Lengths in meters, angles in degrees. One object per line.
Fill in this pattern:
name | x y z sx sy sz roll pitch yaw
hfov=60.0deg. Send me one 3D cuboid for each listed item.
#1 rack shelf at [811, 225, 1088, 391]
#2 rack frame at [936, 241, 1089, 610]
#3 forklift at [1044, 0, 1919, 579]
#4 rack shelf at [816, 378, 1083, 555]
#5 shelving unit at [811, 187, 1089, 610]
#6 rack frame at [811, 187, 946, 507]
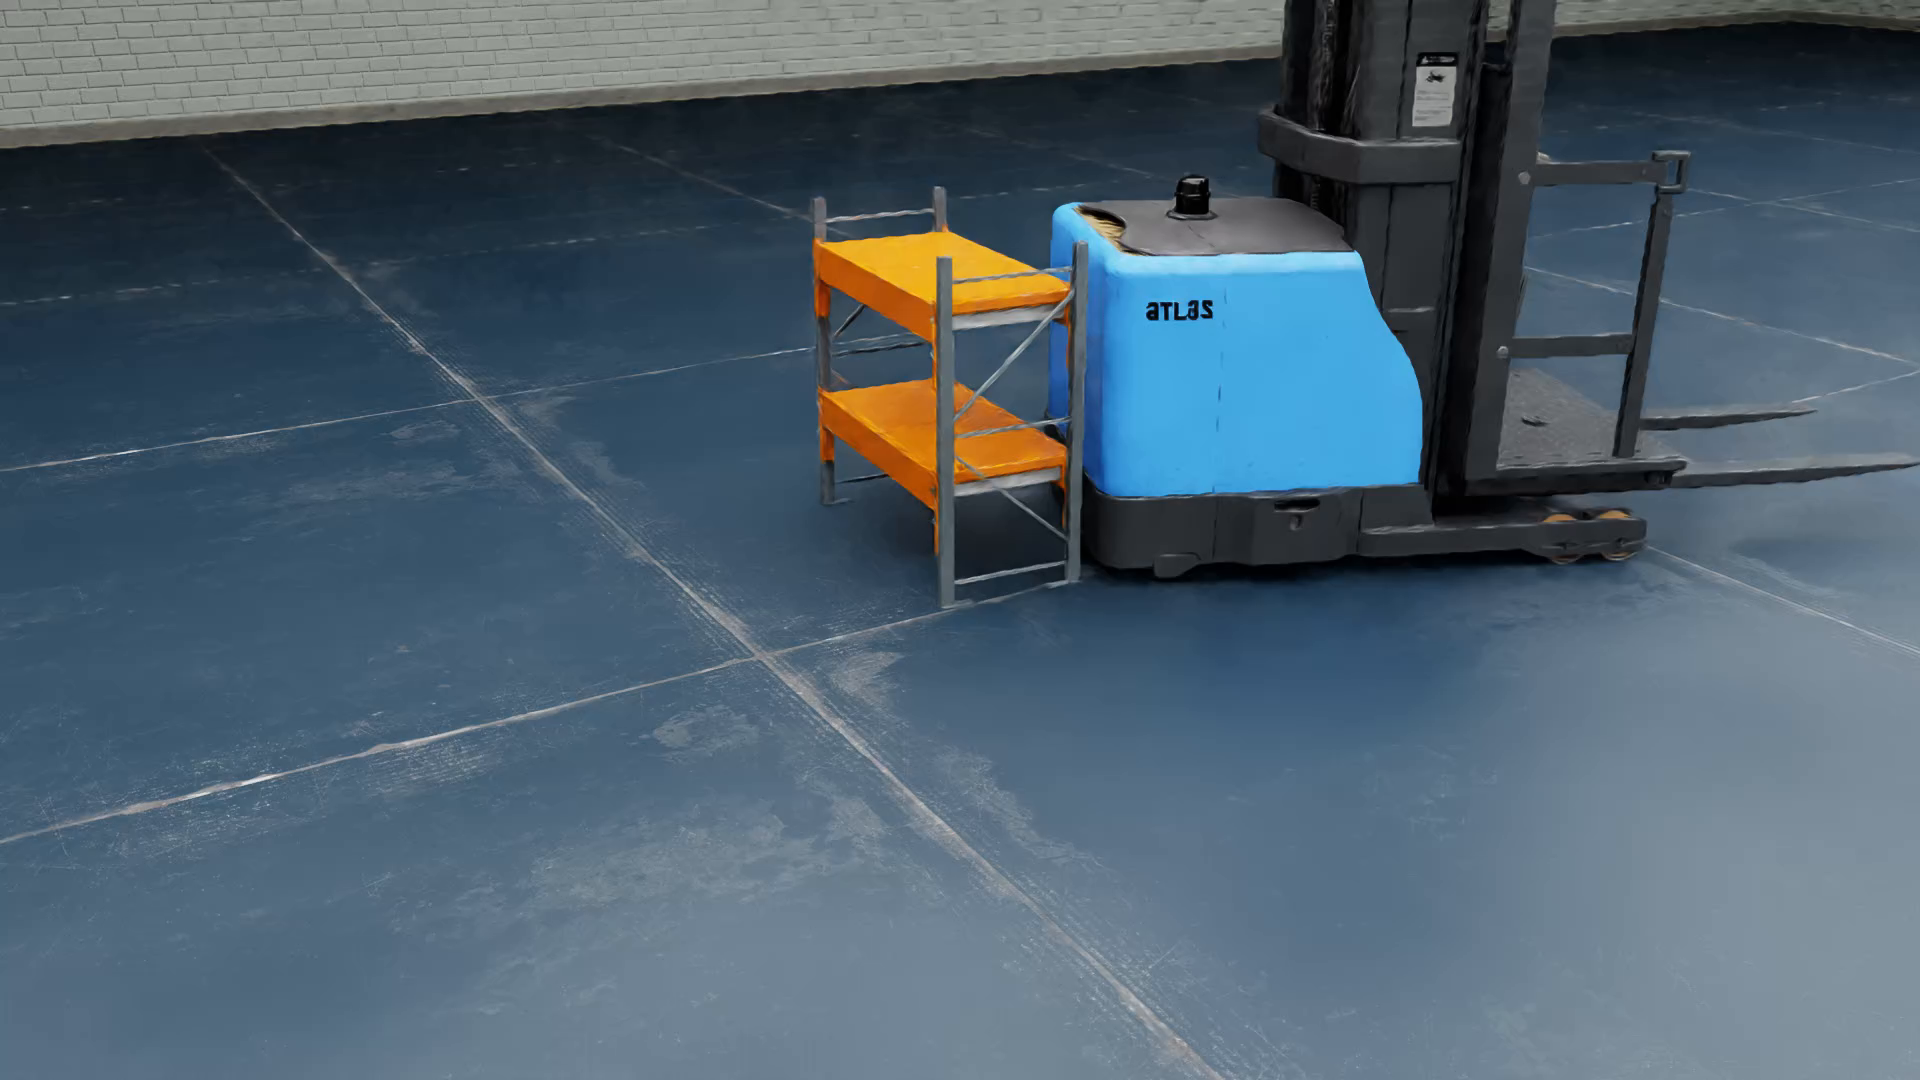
rack shelf | -0.060 -0.789 5.481 0.538 0.278 1.000 -10 24 -24
rack frame | 0.161 -0.345 5.167 0.500 1.125 0.032 -10 24 -24
forklift | 1.873 -1.471 5.537 3.031 2.935 1.130 -3 22 -8
rack shelf | -0.060 -0.291 5.683 0.538 0.278 1.000 -10 24 -24
shelving unit | -0.060 -0.518 5.591 0.538 1.125 1.048 -10 24 -24
rack frame | -0.281 -0.690 6.015 0.500 1.125 0.032 -10 24 -24
